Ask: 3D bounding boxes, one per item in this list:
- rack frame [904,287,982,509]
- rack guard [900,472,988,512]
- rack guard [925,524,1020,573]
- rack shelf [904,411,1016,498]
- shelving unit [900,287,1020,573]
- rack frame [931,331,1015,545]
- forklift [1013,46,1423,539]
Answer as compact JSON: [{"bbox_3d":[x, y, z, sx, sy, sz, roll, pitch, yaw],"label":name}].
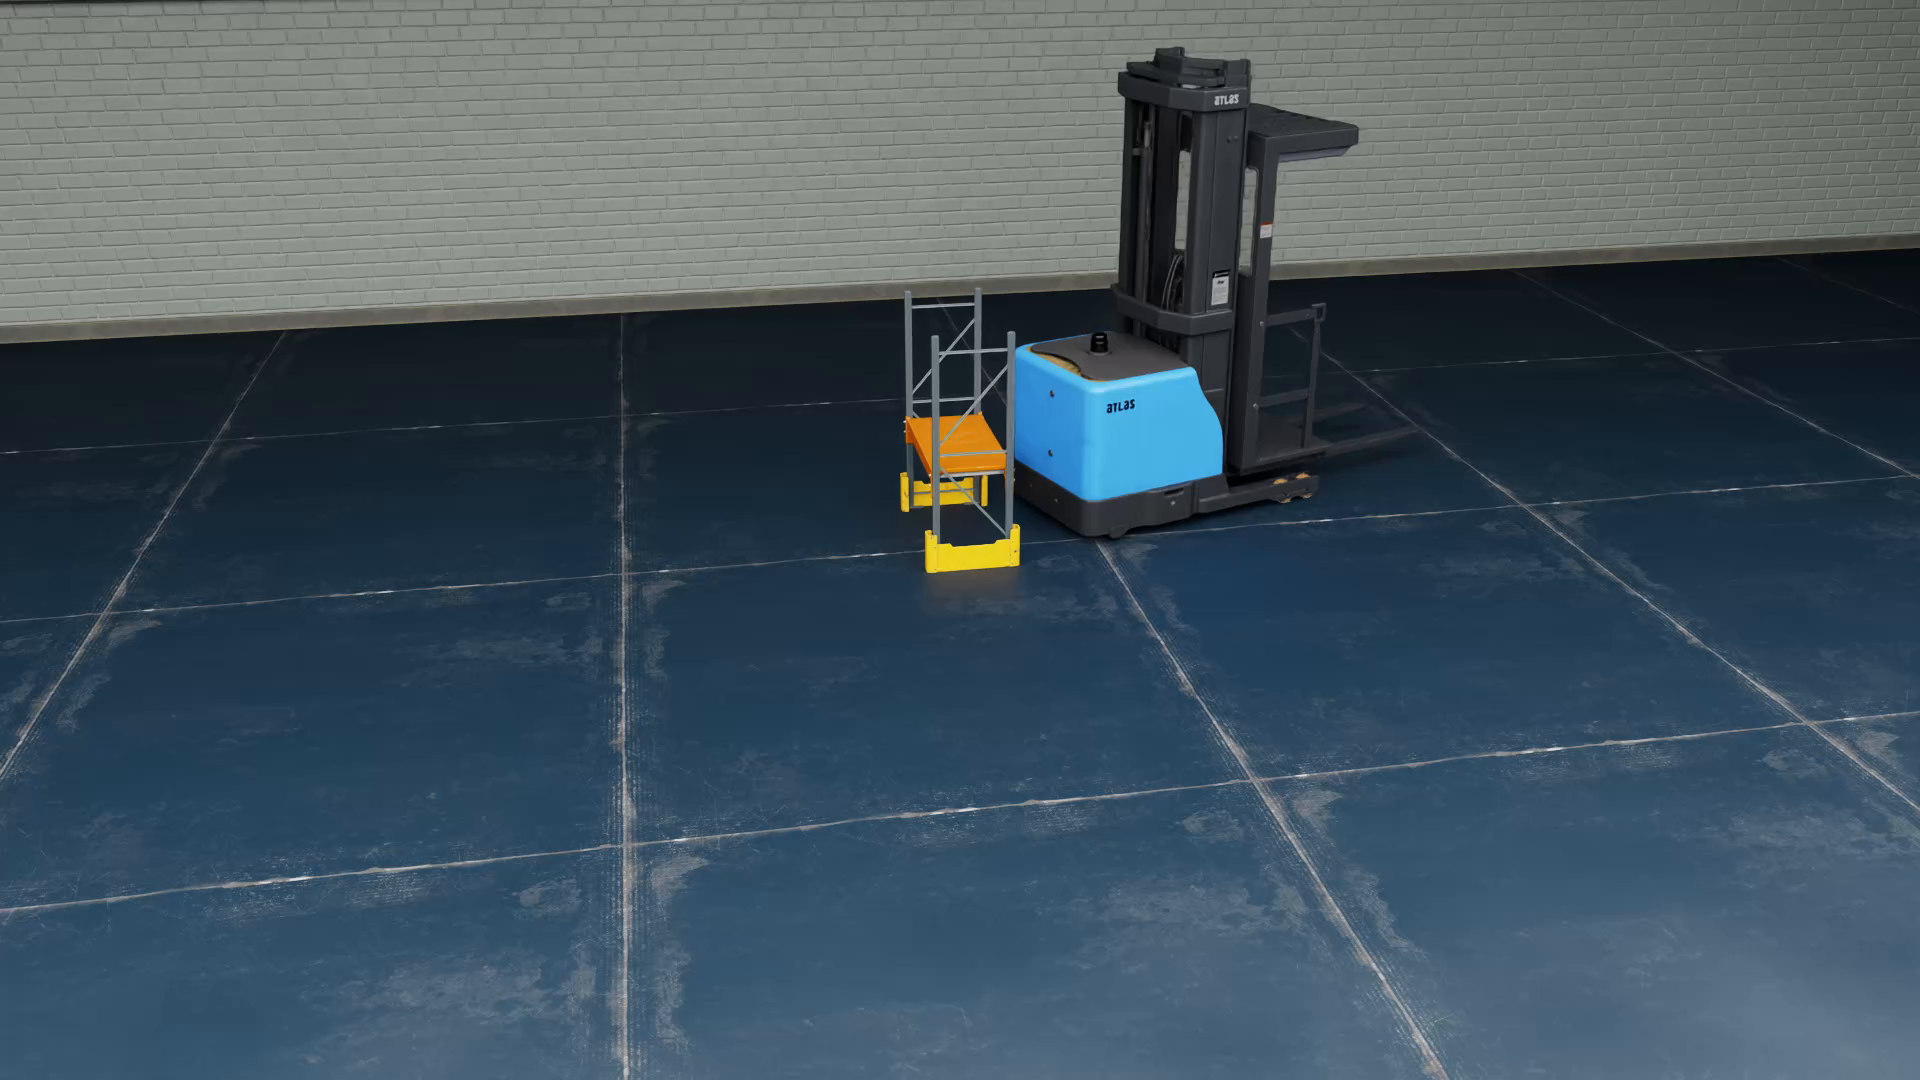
[{"bbox_3d":[-0.110,-0.921,10.984,0.500,1.500,0.032,-4,24,-10],"label":"rack frame"},{"bbox_3d":[-0.106,-0.340,11.217,0.587,0.250,0.087,-4,24,-10],"label":"rack guard"},{"bbox_3d":[0.078,0.051,10.320,0.587,0.250,0.087,-4,24,-10],"label":"rack guard"},{"bbox_3d":[-0.016,-0.556,10.599,0.538,0.185,1.000,-4,24,-10],"label":"rack shelf"},{"bbox_3d":[-0.014,-0.717,10.518,0.587,1.500,1.083,-4,24,-10],"label":"shelving unit"},{"bbox_3d":[0.078,-0.521,10.069,0.500,1.500,0.032,-4,24,-10],"label":"rack frame"},{"bbox_3d":[1.873,-1.763,11.125,3.031,2.935,1.130,-13,27,-27],"label":"forklift"}]
